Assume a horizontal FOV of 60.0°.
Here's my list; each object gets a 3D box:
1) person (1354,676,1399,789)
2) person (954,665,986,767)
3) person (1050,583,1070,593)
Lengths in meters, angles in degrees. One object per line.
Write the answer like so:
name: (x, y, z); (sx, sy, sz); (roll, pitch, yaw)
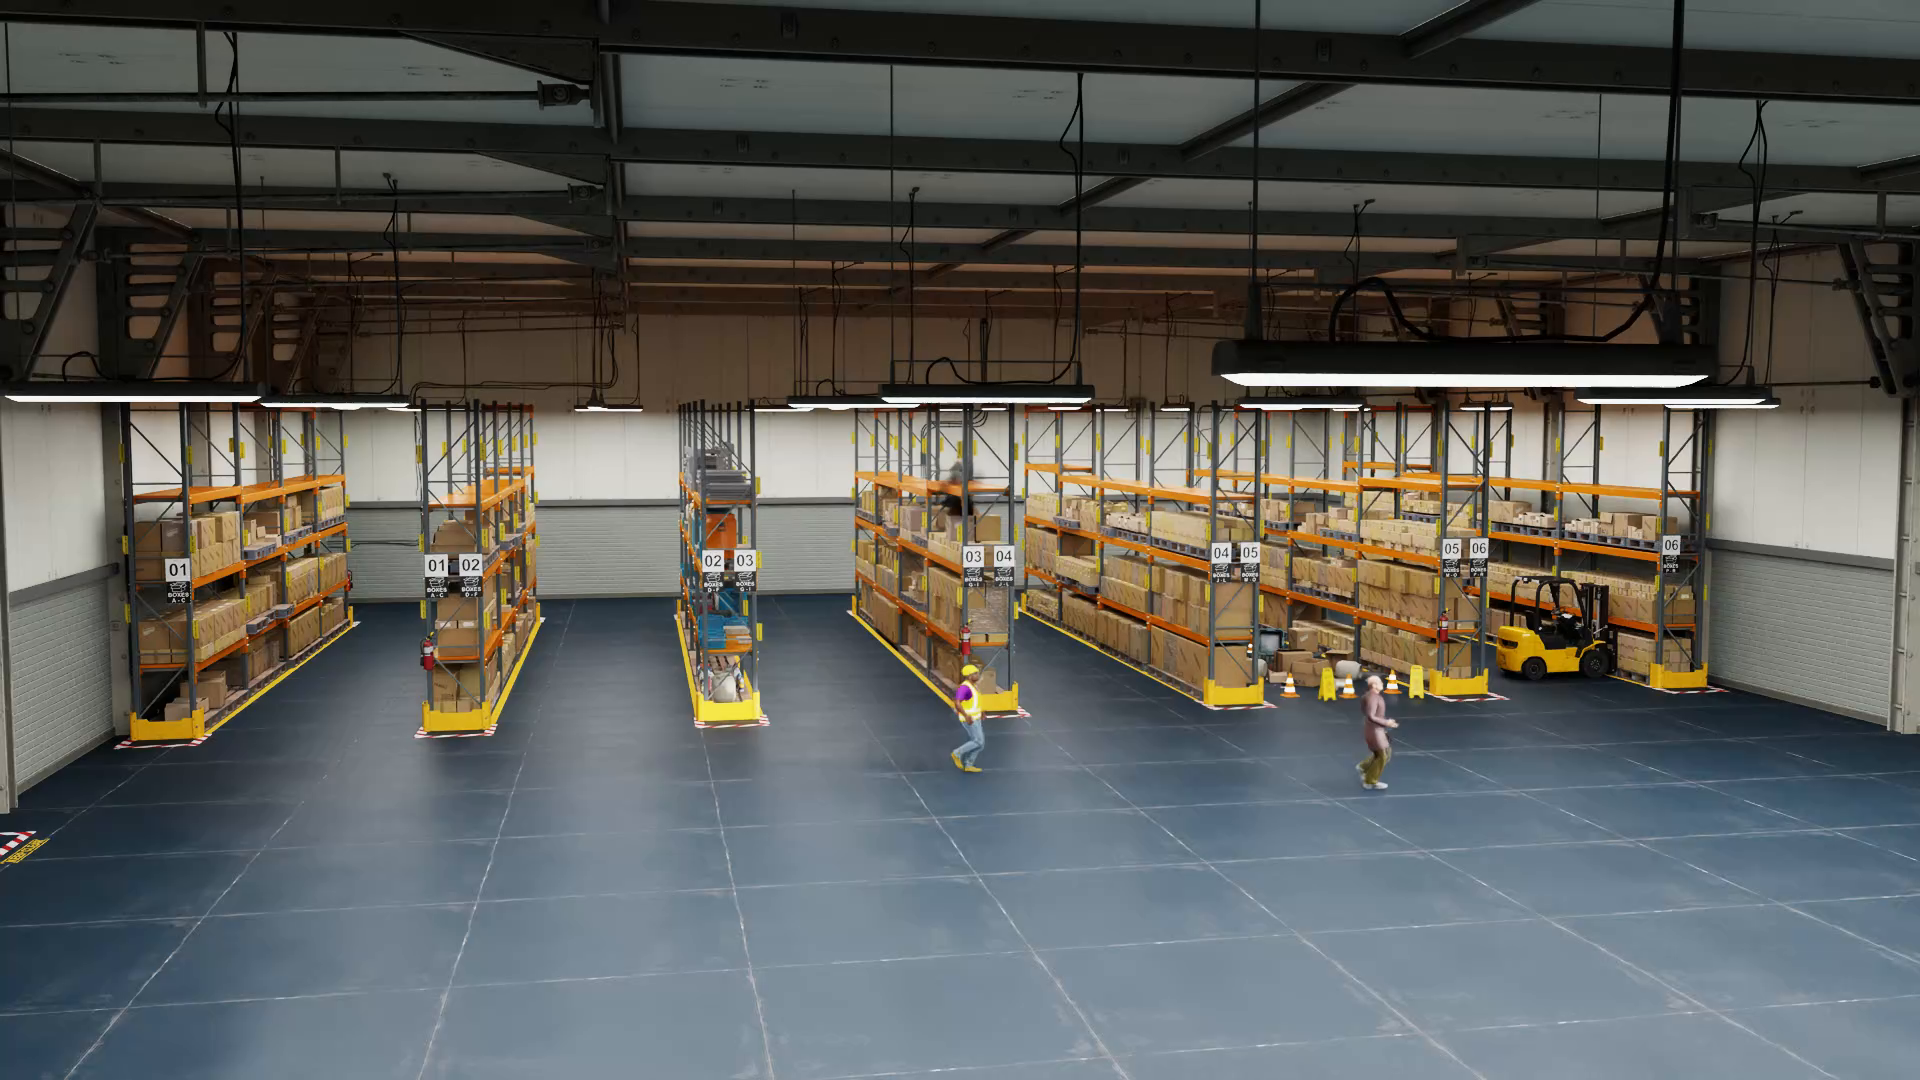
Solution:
person: (6.368, 2.937, 25.420); (0.638, 1.734, 0.691); (1, 4, 13)
person: (0.160, 2.825, 26.579); (0.500, 1.661, 0.693); (1, 4, 15)
person: (2.983, 1.126, 49.948); (0.675, 1.554, 0.635); (2, 5, 23)
